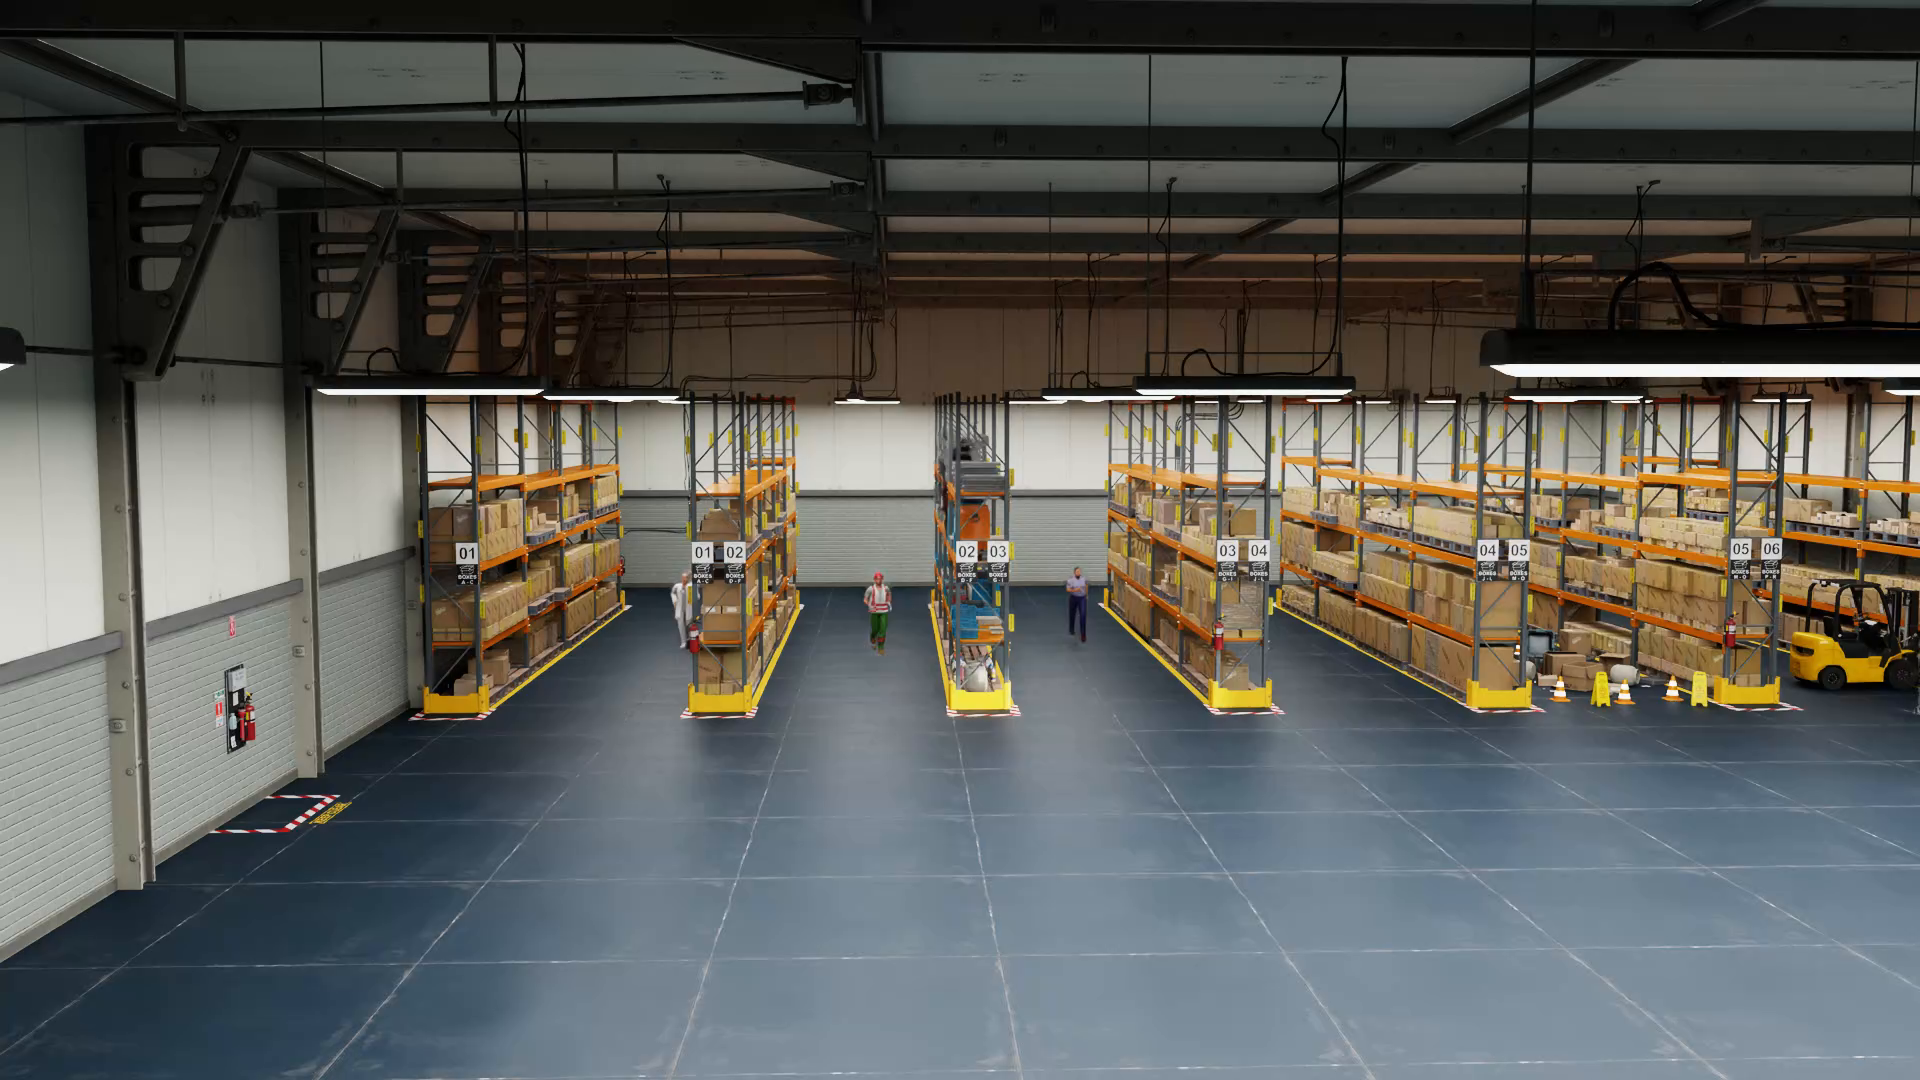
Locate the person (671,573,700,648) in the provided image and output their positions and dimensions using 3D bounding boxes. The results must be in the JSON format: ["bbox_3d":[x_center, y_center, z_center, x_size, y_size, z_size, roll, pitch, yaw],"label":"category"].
[{"bbox_3d":[-6.595,1.671,39.838,0.706,1.765,0.880,0,5,-1],"label":"person"}]

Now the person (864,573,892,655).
[{"bbox_3d":[-1.797,1.609,36.771,0.657,1.786,0.863,-1,5,-15],"label":"person"}]

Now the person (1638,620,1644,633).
[{"bbox_3d":[16.660,1.601,40.209,0.681,1.800,0.897,-1,5,-9],"label":"person"}]

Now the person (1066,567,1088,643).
[{"bbox_3d":[2.795,1.521,39.465,0.574,1.771,0.758,-1,5,-7],"label":"person"}]
